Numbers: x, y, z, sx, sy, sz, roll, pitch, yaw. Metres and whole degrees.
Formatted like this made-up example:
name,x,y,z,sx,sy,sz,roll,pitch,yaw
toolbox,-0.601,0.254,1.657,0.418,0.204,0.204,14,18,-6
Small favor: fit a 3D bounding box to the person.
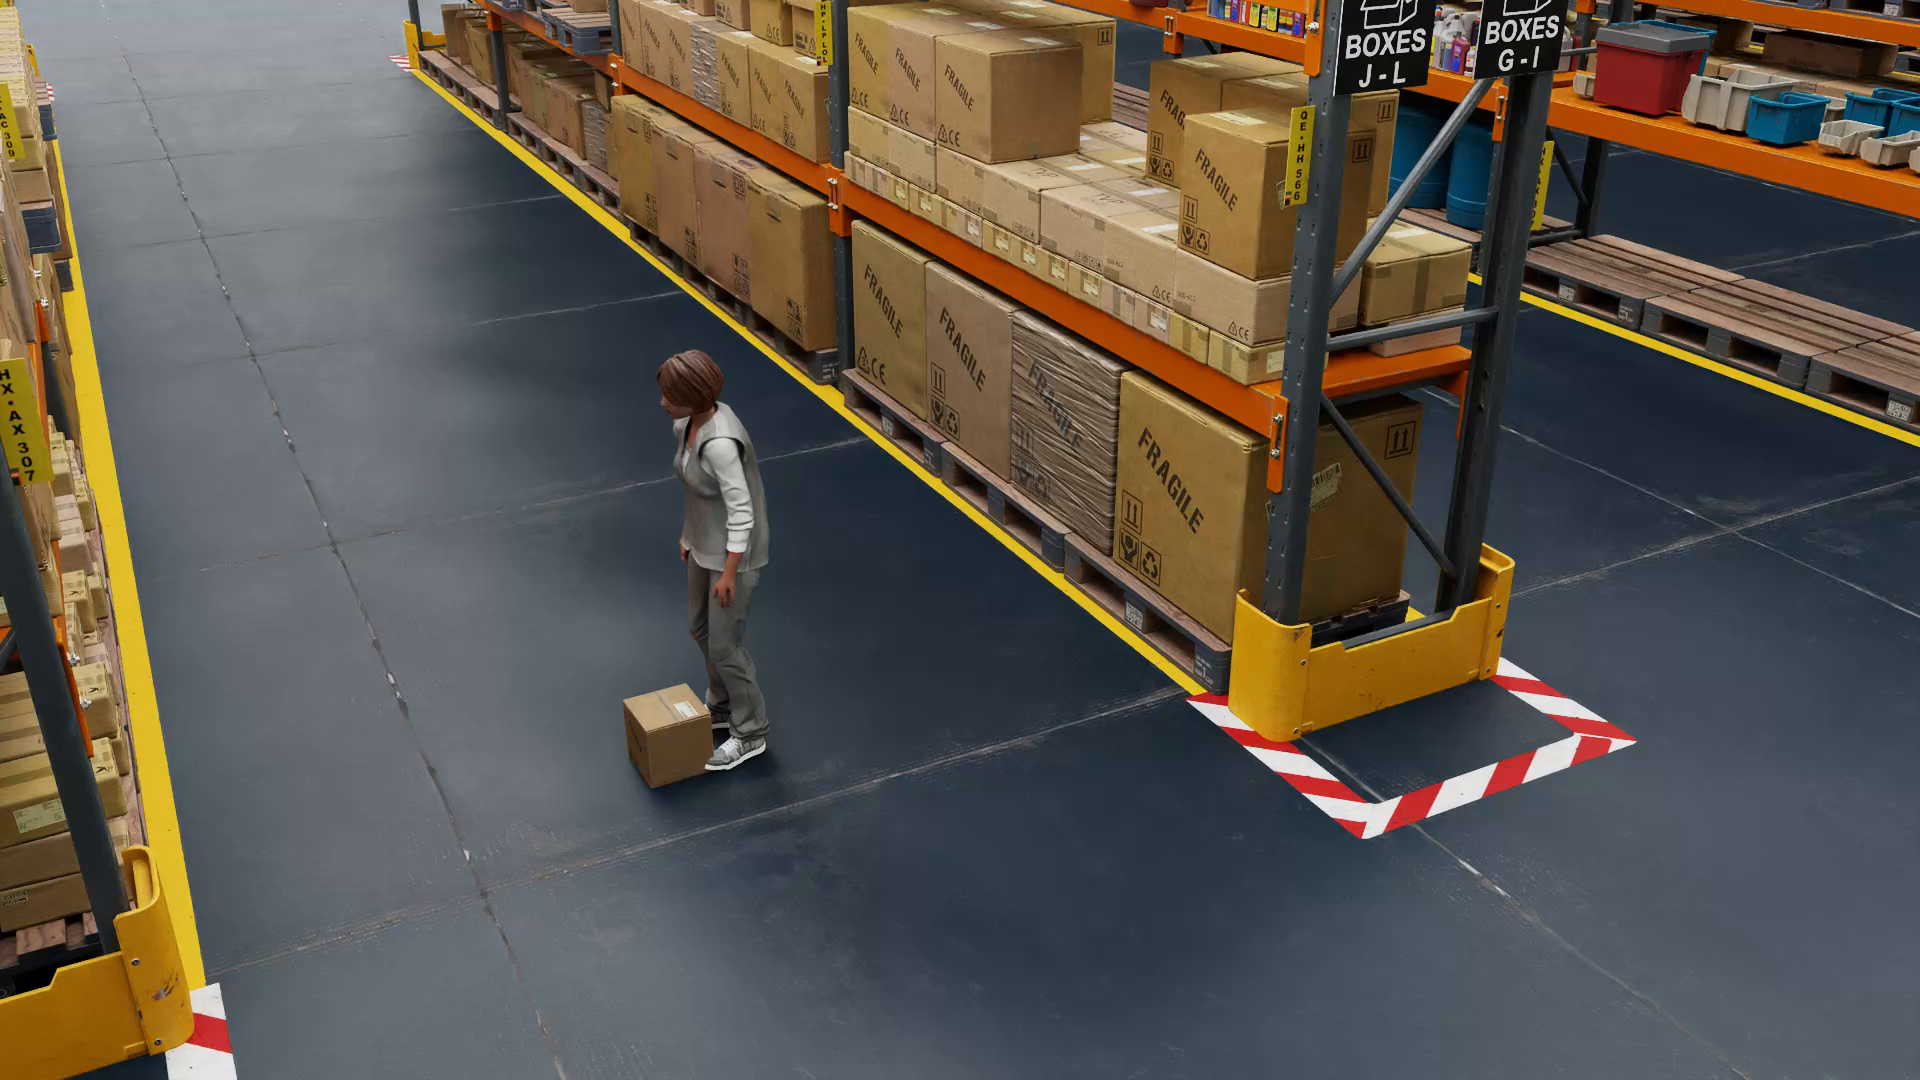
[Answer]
name,x,y,z,sx,sy,sz,roll,pitch,yaw
person,-0.875,0.176,6.039,0.320,1.351,0.461,-13,29,-25
